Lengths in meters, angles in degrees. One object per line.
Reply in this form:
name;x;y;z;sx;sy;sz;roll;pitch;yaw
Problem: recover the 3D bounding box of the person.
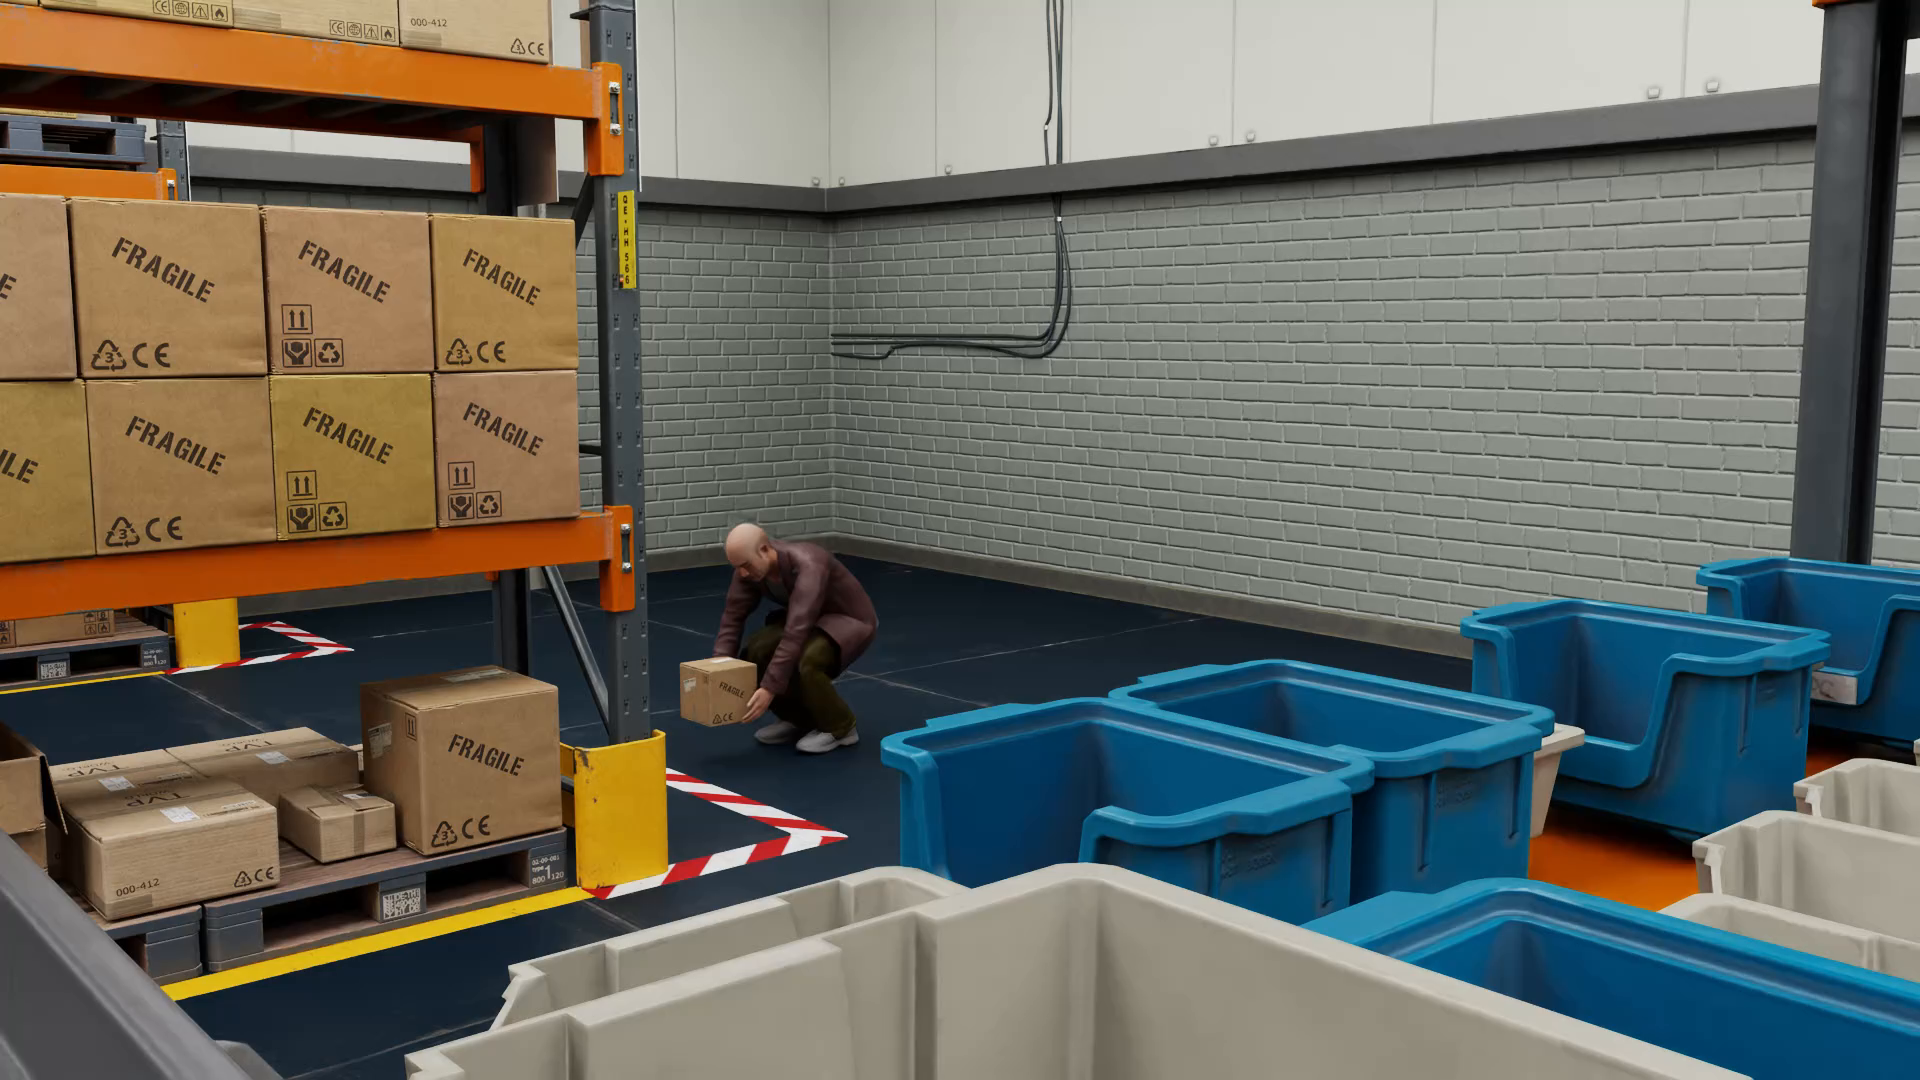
person;-0.761;0.435;7.686;0.885;1.080;0.610;-6;10;-41
